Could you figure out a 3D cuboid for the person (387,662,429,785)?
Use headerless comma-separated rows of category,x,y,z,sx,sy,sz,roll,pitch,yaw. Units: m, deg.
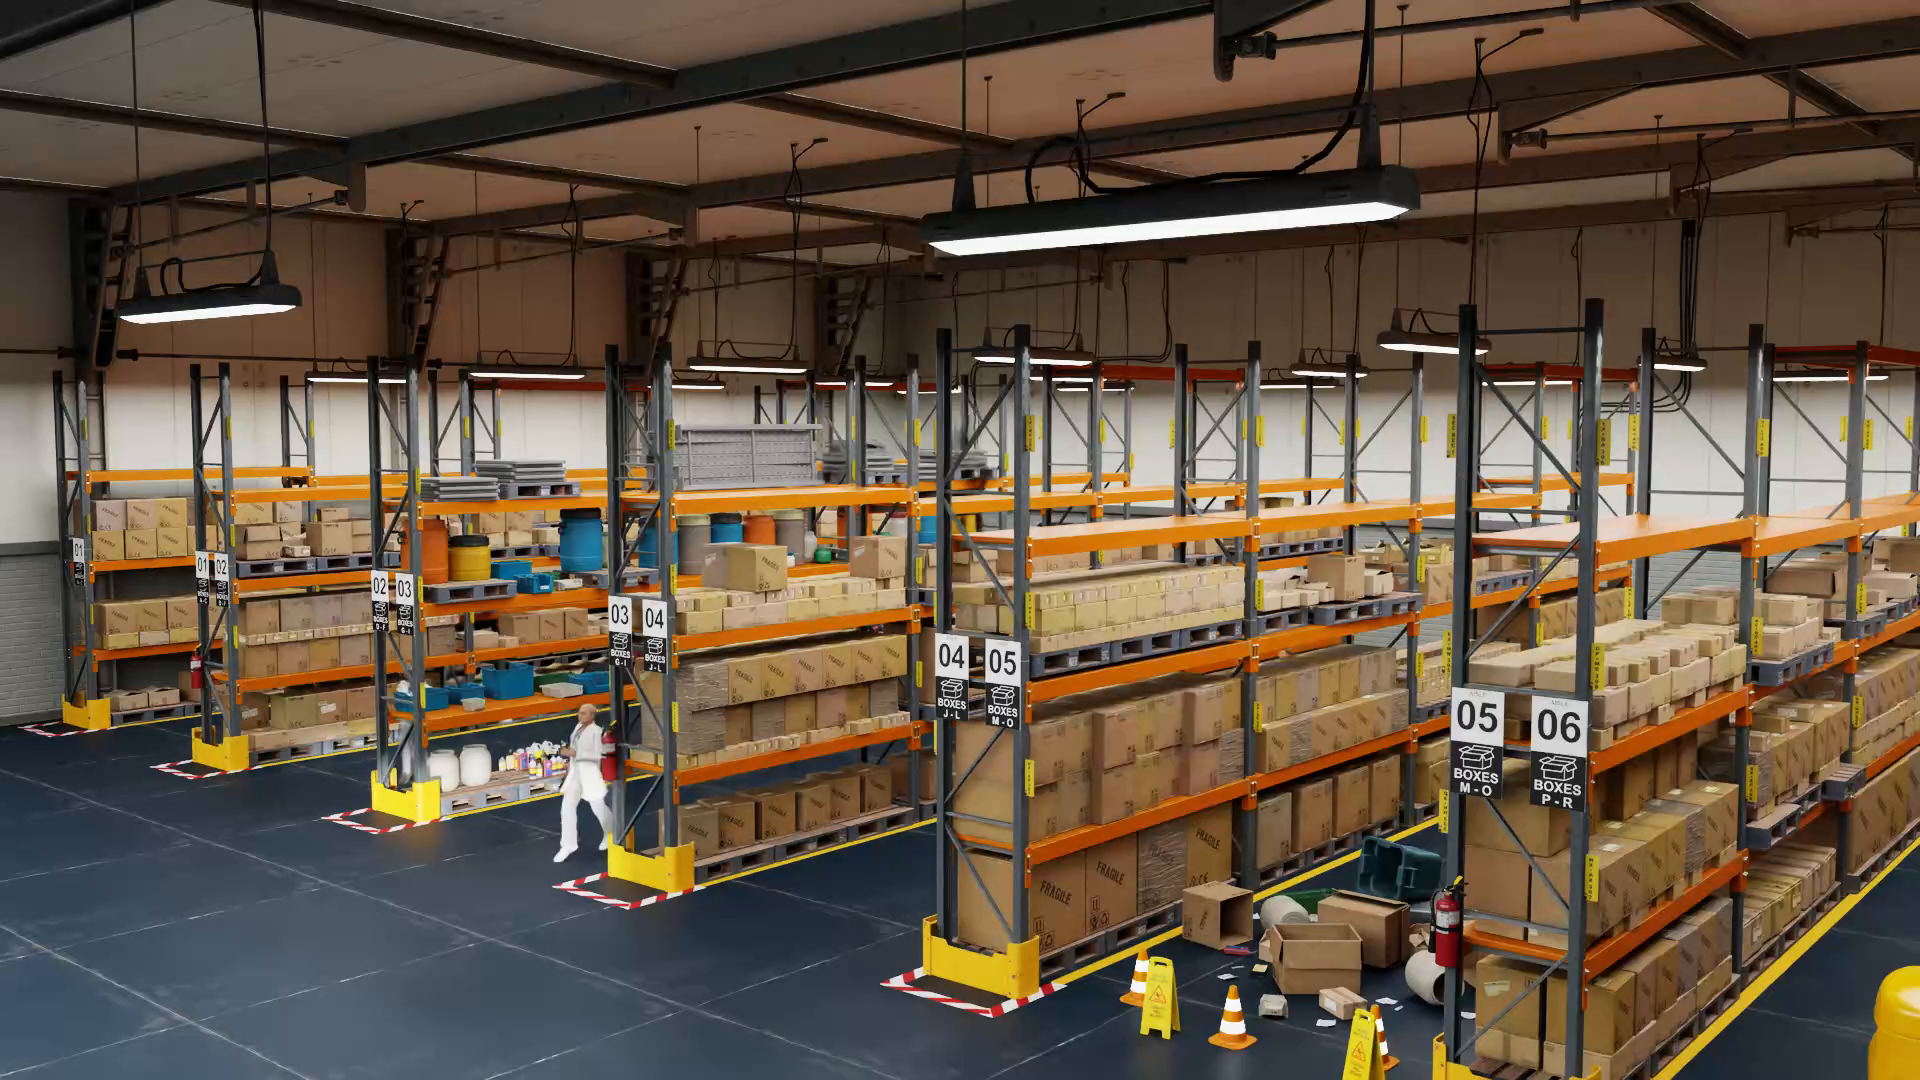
person,-7.869,2.605,23.788,0.556,1.756,0.714,3,5,35

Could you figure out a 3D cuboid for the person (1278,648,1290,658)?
person,5.009,2.471,25.982,0.587,1.608,0.624,3,5,32

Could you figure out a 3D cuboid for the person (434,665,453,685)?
person,-9.294,2.234,30.066,0.523,1.554,0.571,2,5,27

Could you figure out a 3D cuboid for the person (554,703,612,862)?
person,-4.411,2.835,19.674,0.675,1.817,0.922,3,5,33
